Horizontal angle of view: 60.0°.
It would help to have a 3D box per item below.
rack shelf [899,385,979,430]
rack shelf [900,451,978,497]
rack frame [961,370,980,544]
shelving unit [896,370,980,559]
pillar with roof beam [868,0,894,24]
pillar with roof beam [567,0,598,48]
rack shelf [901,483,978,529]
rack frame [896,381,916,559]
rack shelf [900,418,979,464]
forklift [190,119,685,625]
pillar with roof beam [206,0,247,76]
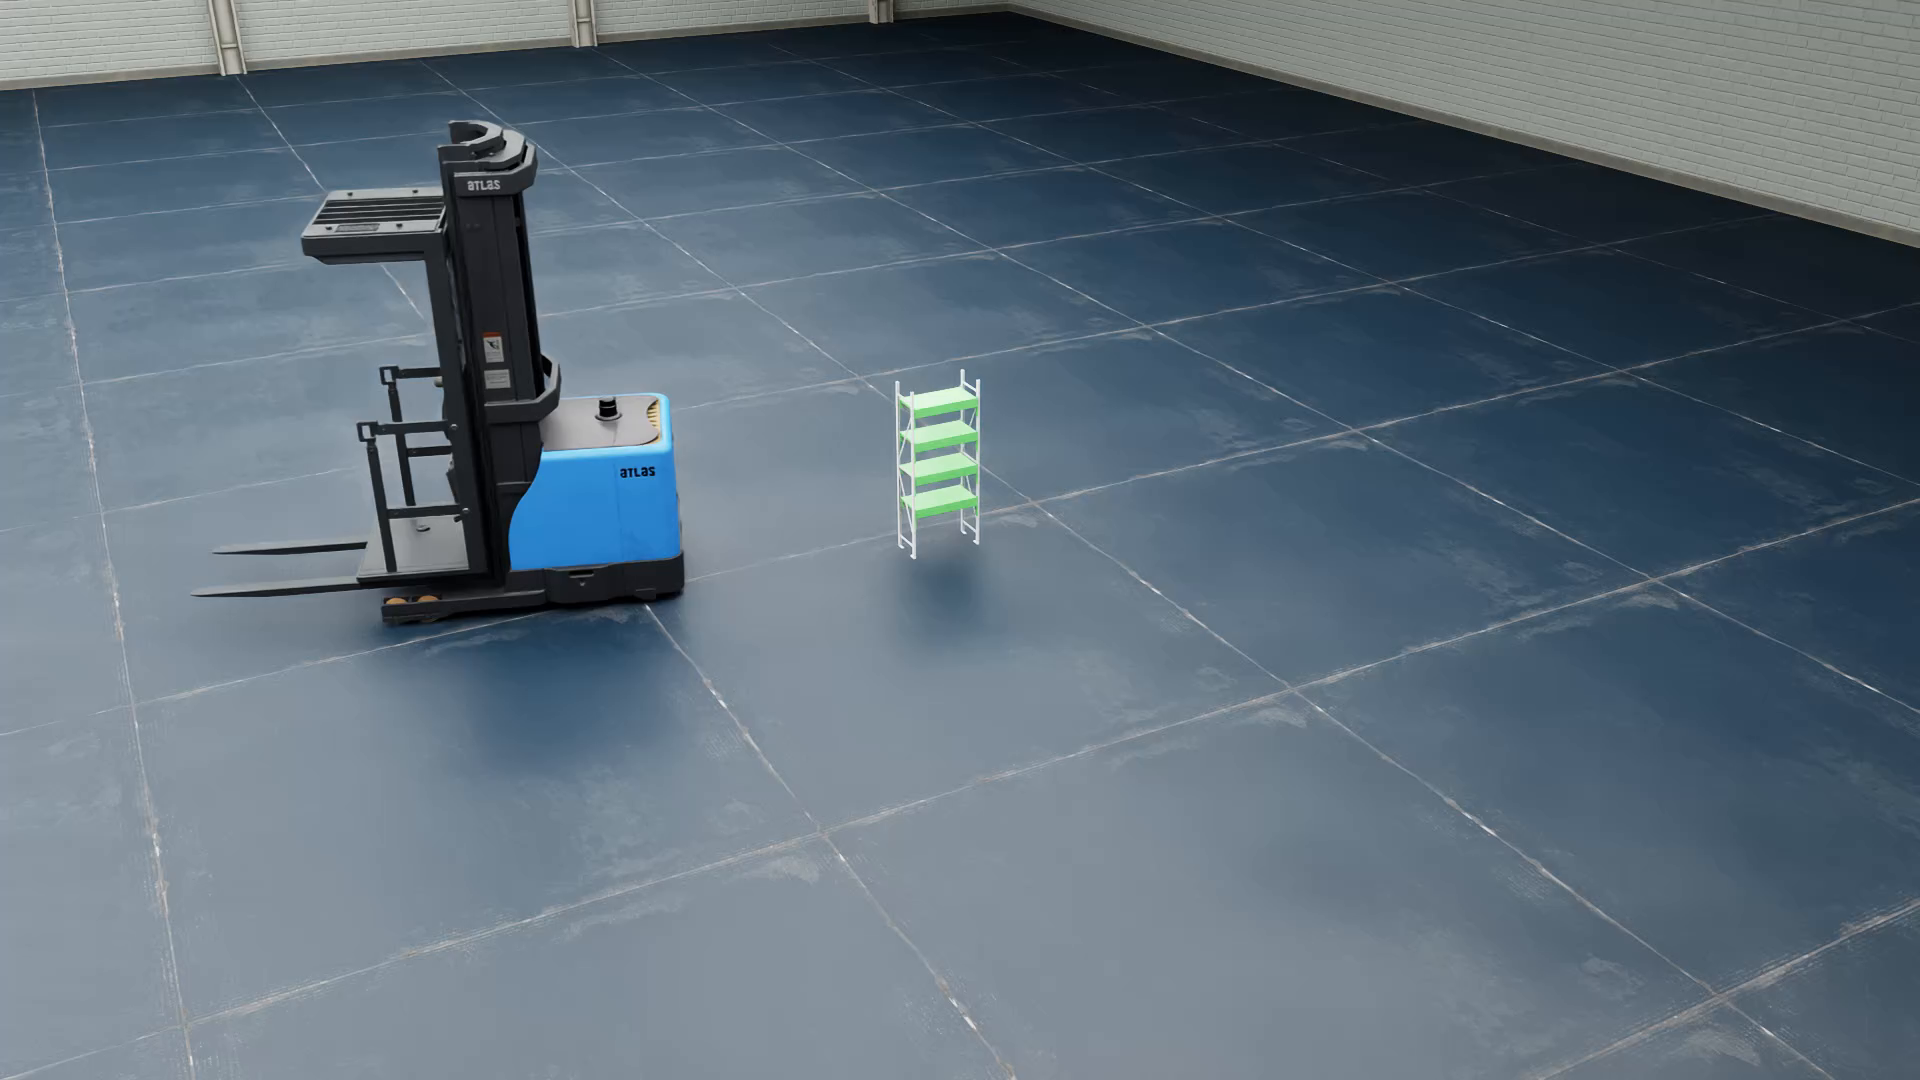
[{"bbox_3d":[-0.146,-0.882,11.042,0.480,0.148,0.258,-13,29,-25],"label":"rack shelf"},{"bbox_3d":[-0.146,-0.450,11.250,0.480,0.148,0.258,-13,29,-25],"label":"rack shelf"},{"bbox_3d":[0.069,-0.557,11.326,0.015,1.200,0.240,-13,29,-25],"label":"rack frame"},{"bbox_3d":[-0.146,-0.507,11.222,0.503,1.200,0.258,-13,29,-25],"label":"shelving unit"},{"bbox_3d":[0.467,-12.659,27.522,0.400,9.000,9.100,-13,29,-25],"label":"pillar with roof beam"},{"bbox_3d":[-4.827,-11.437,24.977,0.400,9.000,9.100,-13,29,-25],"label":"pillar with roof beam"},{"bbox_3d":[-0.146,-0.233,11.354,0.480,0.148,0.258,-13,29,-25],"label":"rack shelf"},{"bbox_3d":[-0.361,-0.457,11.119,0.015,1.200,0.240,-13,29,-25],"label":"rack frame"},{"bbox_3d":[-0.146,-0.666,11.146,0.480,0.148,0.258,-13,29,-25],"label":"rack shelf"},{"bbox_3d":[-3.349,-1.035,10.321,3.031,2.935,1.130,-4,26,-9],"label":"forklift"},{"bbox_3d":[-10.121,-10.215,22.432,0.400,9.000,9.100,-13,29,-25],"label":"pillar with roof beam"}]
